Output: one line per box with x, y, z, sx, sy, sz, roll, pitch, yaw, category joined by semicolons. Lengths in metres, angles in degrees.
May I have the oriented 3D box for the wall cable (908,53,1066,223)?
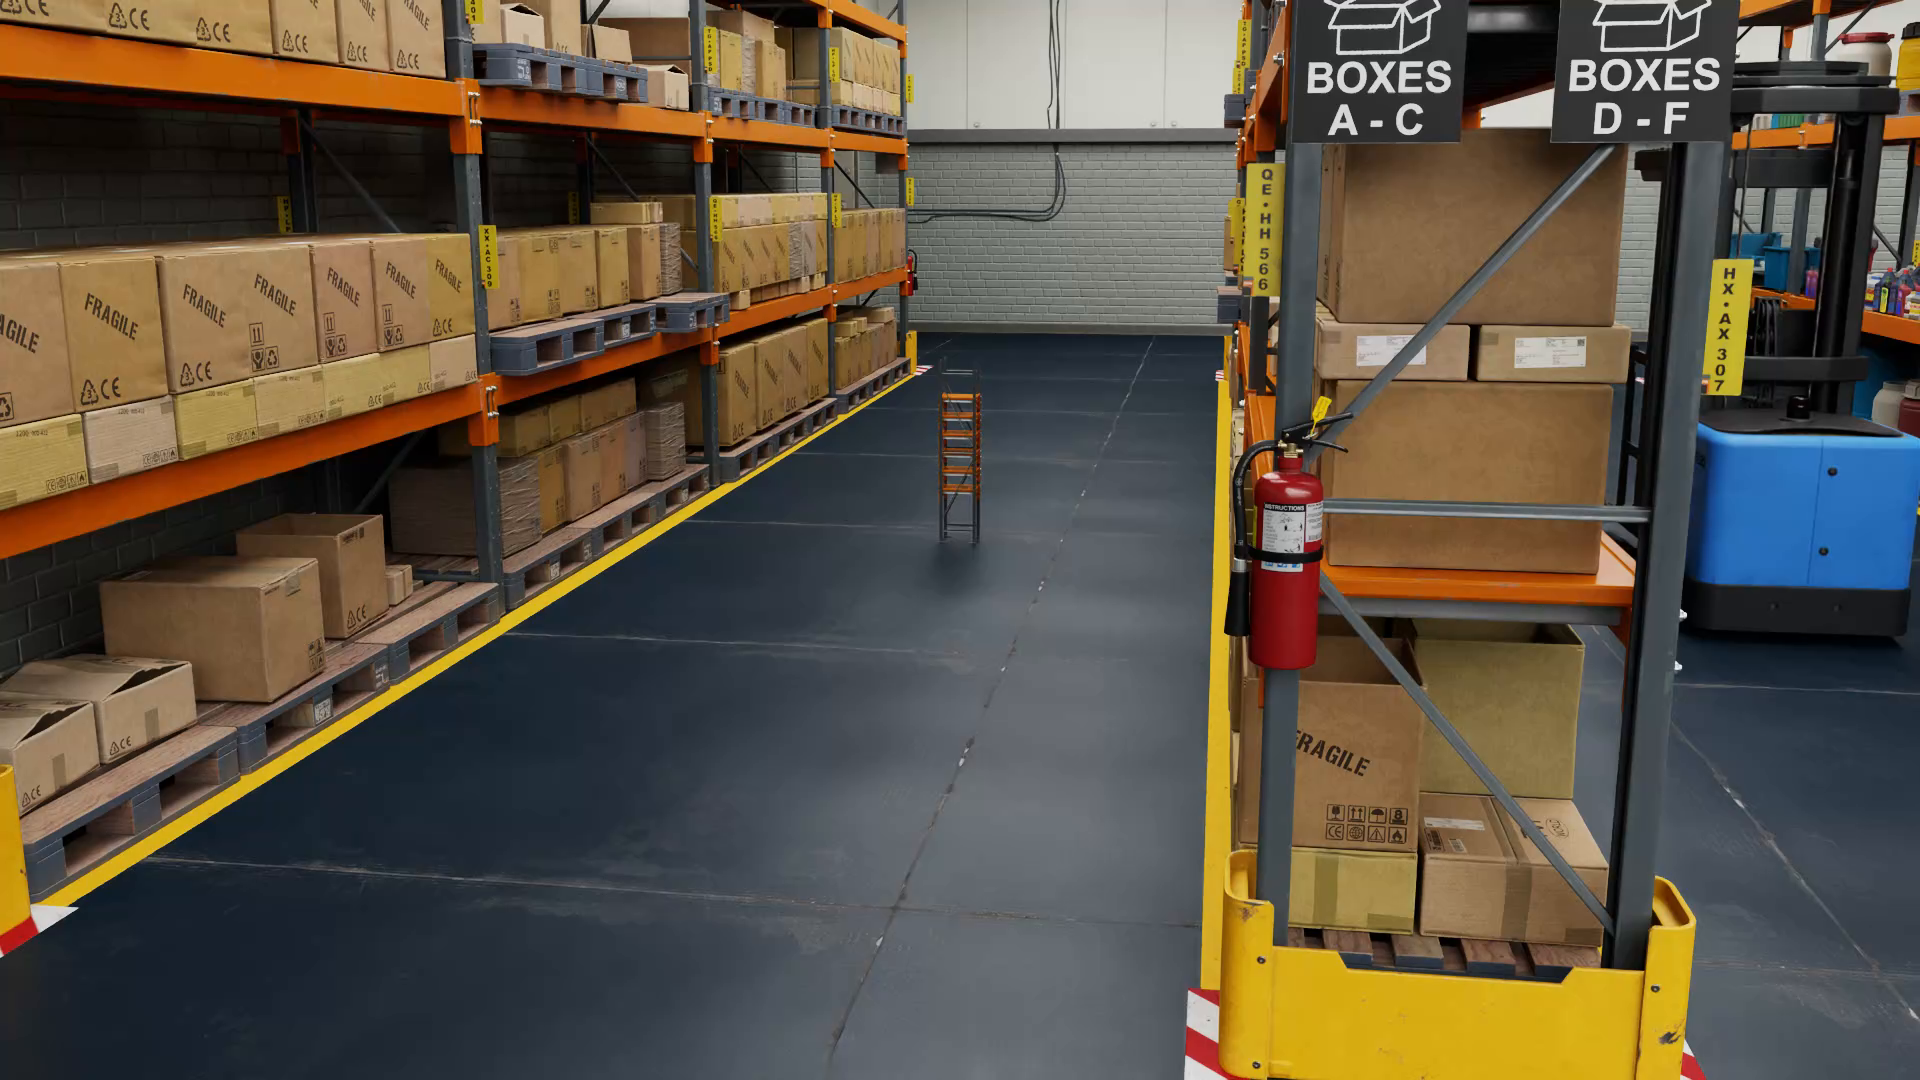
0.083;-6.139;25.492;3.097;2.526;0.112;2;12;9;wall cable

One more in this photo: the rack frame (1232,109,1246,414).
3.140;-2.567;15.782;1.000;3.000;0.127;2;12;9;rack frame

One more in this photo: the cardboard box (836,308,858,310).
-1.405;-2.637;19.508;0.380;0.149;0.250;2;12;9;cardboard box

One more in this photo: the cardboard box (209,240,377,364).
-2.912;-1.047;7.260;0.500;0.500;0.500;2;12;7;cardboard box

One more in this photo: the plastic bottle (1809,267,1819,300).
7.535;-2.258;14.627;0.061;0.283;0.133;2;12;9;plastic bottle

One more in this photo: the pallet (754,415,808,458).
-1.985;-0.945;14.879;1.003;0.211;1.213;2;12;9;pallet

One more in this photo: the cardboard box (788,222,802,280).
-1.732;-2.615;15.018;0.500;0.500;0.500;2;12;9;cardboard box

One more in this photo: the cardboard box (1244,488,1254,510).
1.460;0.062;7.336;0.500;0.500;0.500;2;12;9;cardboard box

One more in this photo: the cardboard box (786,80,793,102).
-1.882;-4.523;16.865;0.500;0.250;0.500;2;12;9;cardboard box

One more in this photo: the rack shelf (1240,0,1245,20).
3.447;-5.562;17.158;1.077;0.370;4.000;2;12;9;rack shelf

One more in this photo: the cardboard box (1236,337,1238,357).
2.671;-1.625;14.524;0.500;0.250;0.500;2;12;9;cardboard box

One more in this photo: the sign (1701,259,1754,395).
1.842;-0.511;4.003;0.100;0.325;0.005;2;12;9;sign

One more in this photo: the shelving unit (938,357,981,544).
-0.002;-0.584;10.853;0.258;1.200;0.189;2;12;9;shelving unit

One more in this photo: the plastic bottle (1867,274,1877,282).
7.408;-2.020;13.539;0.152;0.276;0.135;2;12;9;plastic bottle

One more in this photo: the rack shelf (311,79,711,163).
-2.678;-2.592;10.488;1.077;0.370;4.000;2;12;9;rack shelf

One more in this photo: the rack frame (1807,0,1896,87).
8.034;-5.338;14.402;1.000;3.000;0.127;2;12;9;rack frame

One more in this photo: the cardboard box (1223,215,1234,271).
2.846;-2.729;15.304;0.700;0.500;0.500;-2;12;-10;cardboard box

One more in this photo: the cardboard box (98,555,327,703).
-3.156;0.368;7.056;0.700;0.500;0.500;1;12;5;cardboard box

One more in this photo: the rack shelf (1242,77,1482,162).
2.217;-2.432;9.747;1.077;0.370;4.000;2;12;9;rack shelf

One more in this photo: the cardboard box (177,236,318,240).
-3.348;-1.165;7.809;0.500;0.500;0.500;2;12;8;cardboard box

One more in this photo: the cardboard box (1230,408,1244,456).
2.154;-0.770;11.643;0.500;0.311;0.500;2;12;11;cardboard box

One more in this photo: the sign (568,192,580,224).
-2.920;-2.477;12.618;0.100;0.325;0.005;2;12;9;sign

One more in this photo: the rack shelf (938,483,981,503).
-0.002;-0.305;10.913;0.258;0.103;0.180;2;12;9;rack shelf

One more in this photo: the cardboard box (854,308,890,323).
-1.027;-2.625;19.448;0.380;0.149;0.250;2;12;10;cardboard box

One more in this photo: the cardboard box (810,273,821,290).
-1.543;-2.480;15.932;0.380;0.149;0.250;2;12;10;cardboard box

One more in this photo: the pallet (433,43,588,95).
-2.786;-2.561;9.080;1.213;0.211;1.003;2;12;9;pallet

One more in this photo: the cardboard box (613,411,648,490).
-2.624;-0.632;11.693;0.700;0.500;0.500;2;12;9;cardboard box

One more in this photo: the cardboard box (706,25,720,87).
-2.323;-3.839;13.284;0.700;0.500;0.500;1;12;6;cardboard box

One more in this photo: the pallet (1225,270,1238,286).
2.909;-2.310;15.047;1.003;0.211;1.213;2;12;9;pallet

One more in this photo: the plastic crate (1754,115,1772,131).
7.853;-4.020;16.032;0.293;0.136;0.466;2;12;9;plastic crate

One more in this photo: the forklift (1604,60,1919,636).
4.495;-1.204;9.621;1.130;2.935;3.031;2;12;8;forklift

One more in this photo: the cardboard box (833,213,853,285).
-1.656;-2.985;17.014;0.980;0.700;0.700;2;12;10;cardboard box

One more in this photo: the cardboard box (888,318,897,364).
-1.149;-2.393;19.915;0.700;0.500;0.500;2;12;9;cardboard box

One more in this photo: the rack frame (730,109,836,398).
-1.755;-2.726;16.524;1.000;3.000;0.127;2;12;9;rack frame

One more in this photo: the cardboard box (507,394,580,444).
-2.748;-0.775;10.577;0.500;0.250;0.500;2;12;7;cardboard box

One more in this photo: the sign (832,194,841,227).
-1.218;-3.238;16.338;0.100;0.325;0.005;2;12;9;sign

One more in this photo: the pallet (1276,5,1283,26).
1.614;-1.893;5.746;1.003;0.211;1.213;2;12;9;pallet

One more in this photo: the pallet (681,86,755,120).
-2.324;-3.403;12.994;1.213;0.211;1.003;2;12;11;pallet

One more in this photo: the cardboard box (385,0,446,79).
-2.820;-2.472;7.940;0.500;0.500;0.500;2;12;10;cardboard box

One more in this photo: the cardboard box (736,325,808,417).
-1.861;-1.556;15.199;0.750;0.750;0.750;2;12;10;cardboard box

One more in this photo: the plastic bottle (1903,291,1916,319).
7.235;-1.787;12.636;0.097;0.201;0.097;0;12;0;plastic bottle

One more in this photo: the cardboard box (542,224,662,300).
-2.492;-1.942;11.604;0.700;0.500;0.500;1;12;3;cardboard box

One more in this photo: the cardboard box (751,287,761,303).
-1.921;-2.110;14.214;0.380;0.149;0.250;2;12;10;cardboard box

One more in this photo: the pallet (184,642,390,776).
-3.239;0.698;7.254;1.003;0.211;1.213;2;12;9;pallet

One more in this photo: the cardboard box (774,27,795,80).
-1.879;-4.893;16.799;0.500;0.500;0.500;2;12;8;cardboard box

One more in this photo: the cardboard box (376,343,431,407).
-2.844;-0.786;7.827;0.500;0.250;0.500;2;12;9;cardboard box

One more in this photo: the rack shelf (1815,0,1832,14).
7.726;-4.374;12.588;1.077;0.370;4.000;2;12;9;rack shelf

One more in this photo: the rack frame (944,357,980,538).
0.012;-0.603;10.941;0.240;1.200;0.006;2;12;9;rack frame

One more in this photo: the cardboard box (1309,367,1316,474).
1.537;-0.427;5.617;0.700;0.500;0.500;2;12;9;cardboard box

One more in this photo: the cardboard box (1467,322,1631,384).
1.567;-0.509;4.459;0.380;0.149;0.250;2;12;8;cardboard box
